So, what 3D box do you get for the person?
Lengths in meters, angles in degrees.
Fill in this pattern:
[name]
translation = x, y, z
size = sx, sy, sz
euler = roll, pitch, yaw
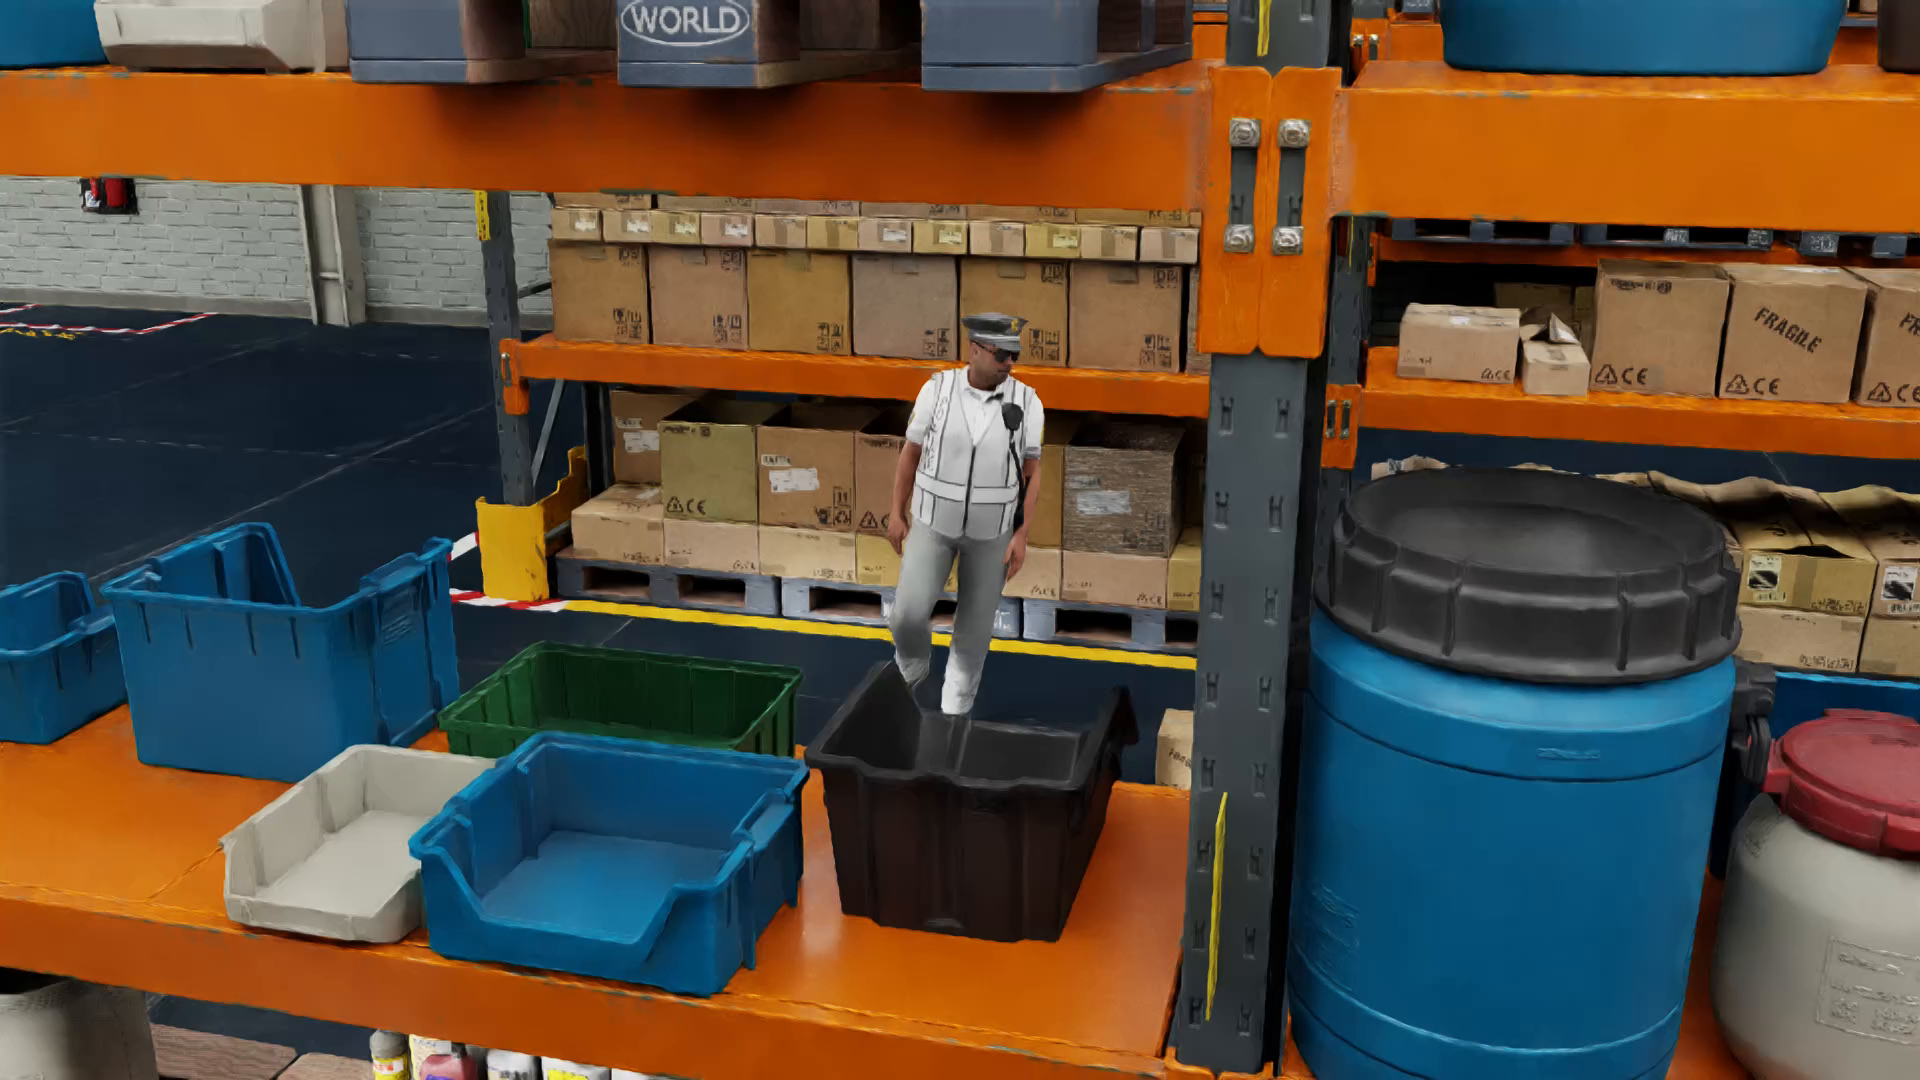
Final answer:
[person]
translation = -0.021, -0.034, 6.634
size = 0.706, 1.749, 0.450
euler = 1, 18, 2
